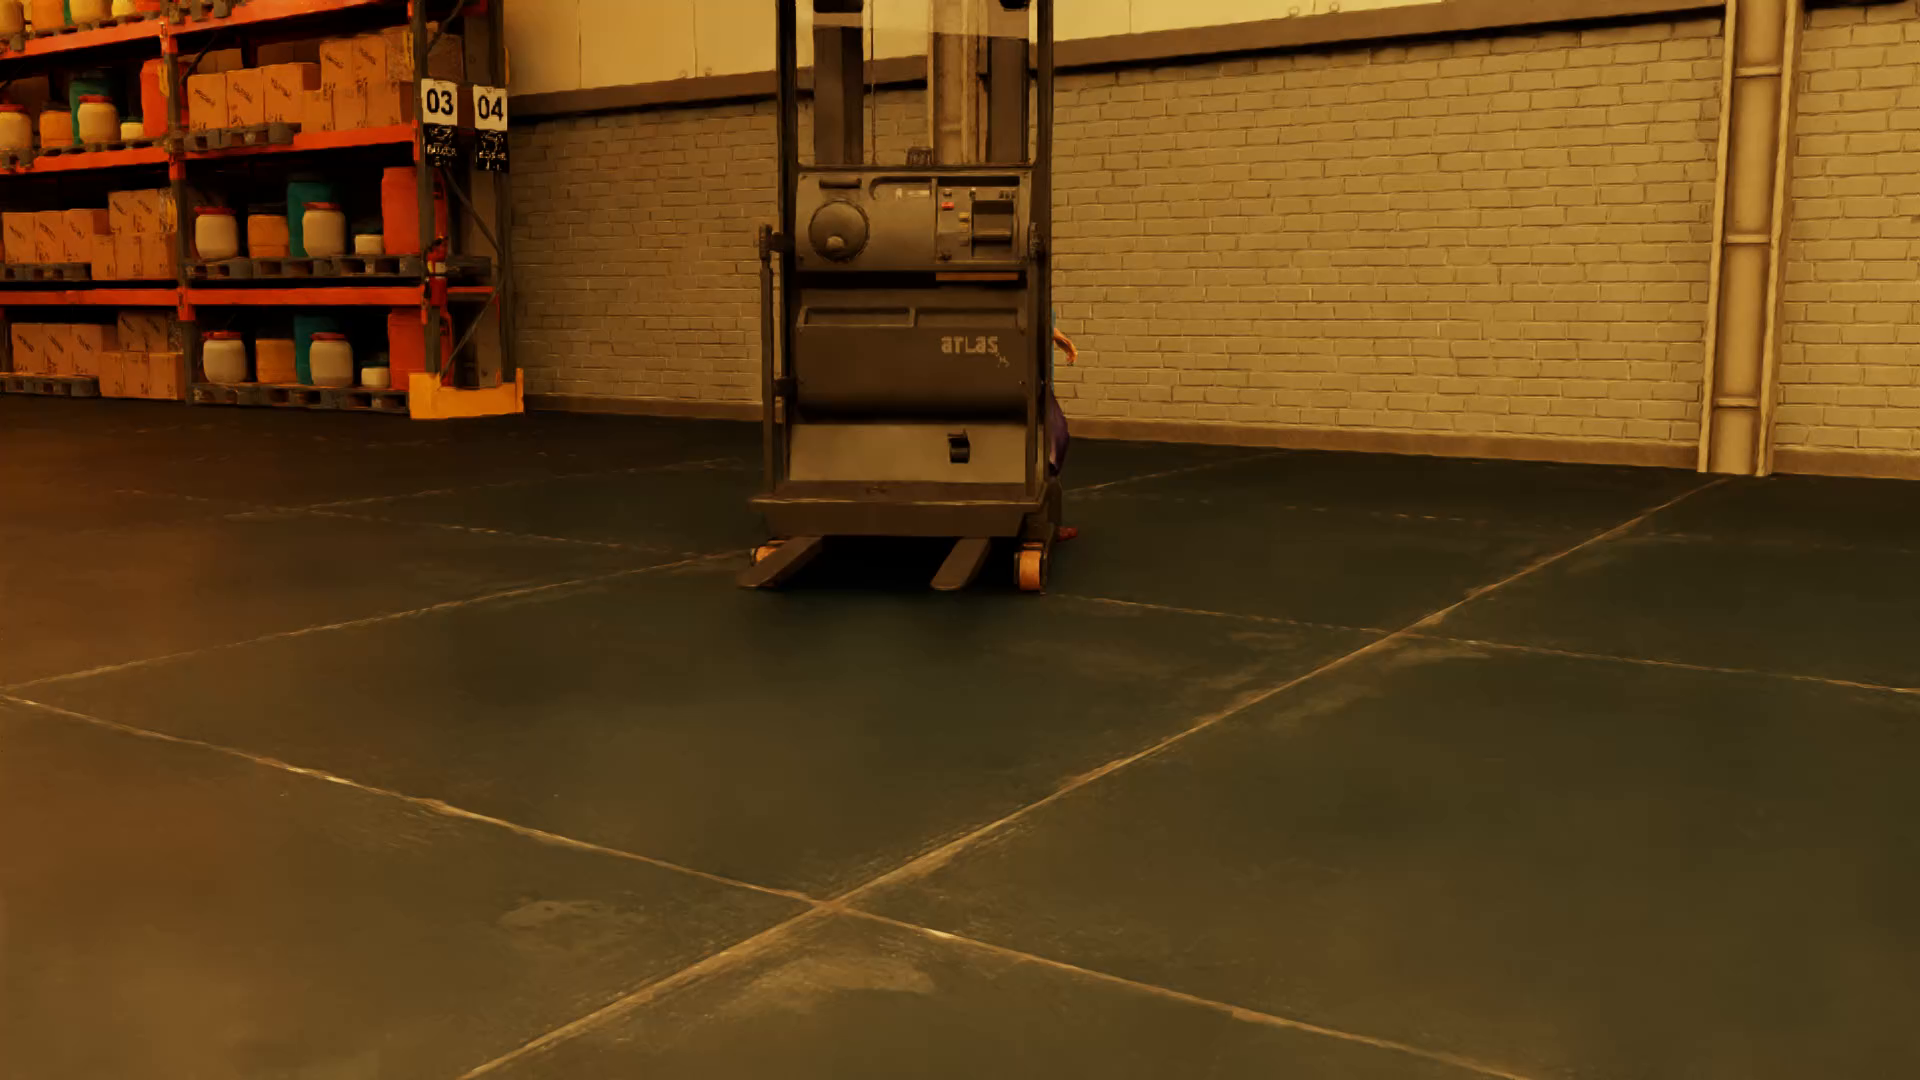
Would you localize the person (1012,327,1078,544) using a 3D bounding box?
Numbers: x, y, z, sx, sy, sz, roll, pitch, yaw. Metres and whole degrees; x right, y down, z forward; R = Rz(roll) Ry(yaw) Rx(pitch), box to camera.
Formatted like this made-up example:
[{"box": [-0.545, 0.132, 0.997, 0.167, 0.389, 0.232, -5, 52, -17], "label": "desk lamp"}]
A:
[{"box": [0.225, -0.786, 7.468, 0.698, 1.573, 0.623, -2, 8, -11], "label": "person"}]

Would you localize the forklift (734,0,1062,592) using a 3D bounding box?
[{"box": [-0.202, -1.302, 6.350, 1.130, 2.935, 3.031, 1, 8, 5], "label": "forklift"}]
